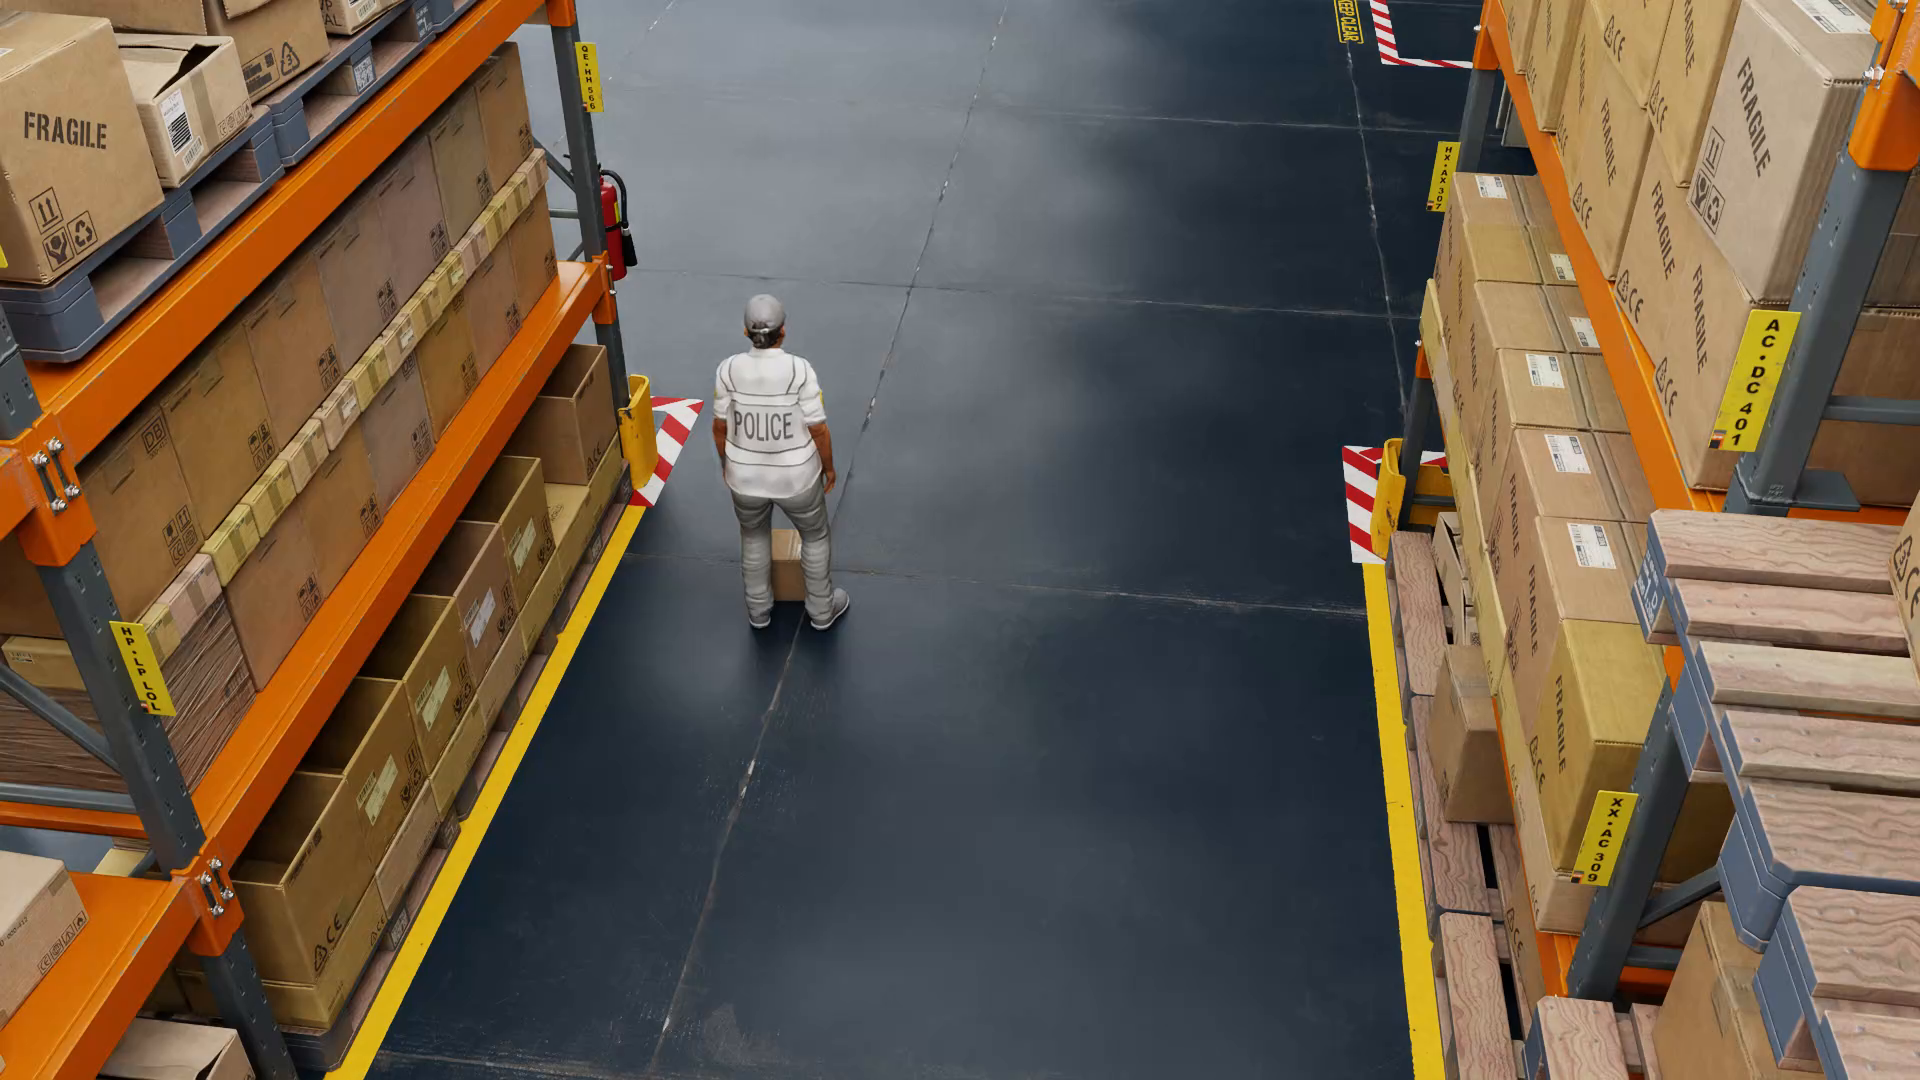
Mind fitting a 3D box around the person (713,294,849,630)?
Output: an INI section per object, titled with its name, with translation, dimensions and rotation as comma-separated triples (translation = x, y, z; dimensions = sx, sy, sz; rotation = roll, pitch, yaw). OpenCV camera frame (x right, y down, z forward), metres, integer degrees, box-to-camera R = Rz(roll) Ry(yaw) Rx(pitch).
[person]
translation = -0.813, -0.318, 7.464
dimensions = 0.539, 1.666, 0.465
rotation = 4, 37, 5
